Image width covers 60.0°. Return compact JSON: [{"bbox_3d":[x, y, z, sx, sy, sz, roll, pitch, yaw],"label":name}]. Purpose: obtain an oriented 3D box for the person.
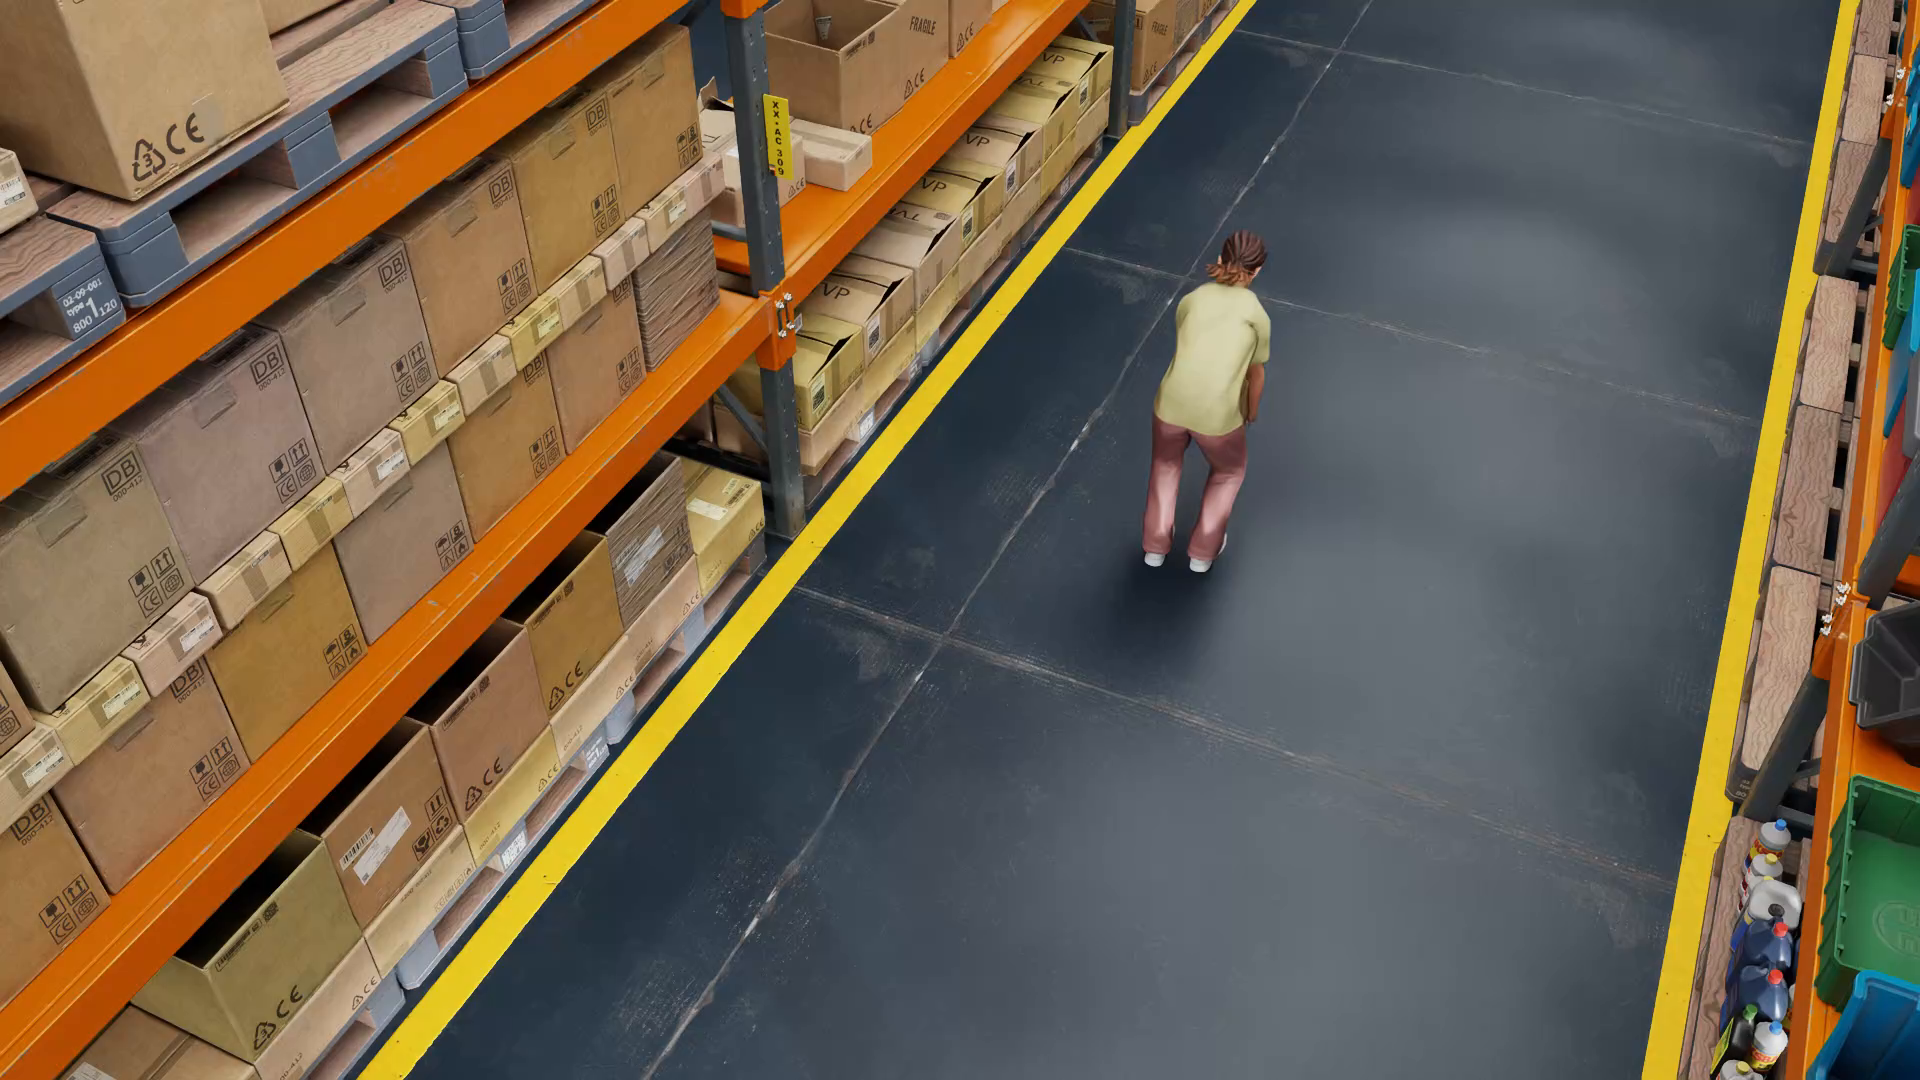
[{"bbox_3d":[1.051,-0.558,6.991,0.407,1.394,0.760,16,45,17],"label":"person"}]
